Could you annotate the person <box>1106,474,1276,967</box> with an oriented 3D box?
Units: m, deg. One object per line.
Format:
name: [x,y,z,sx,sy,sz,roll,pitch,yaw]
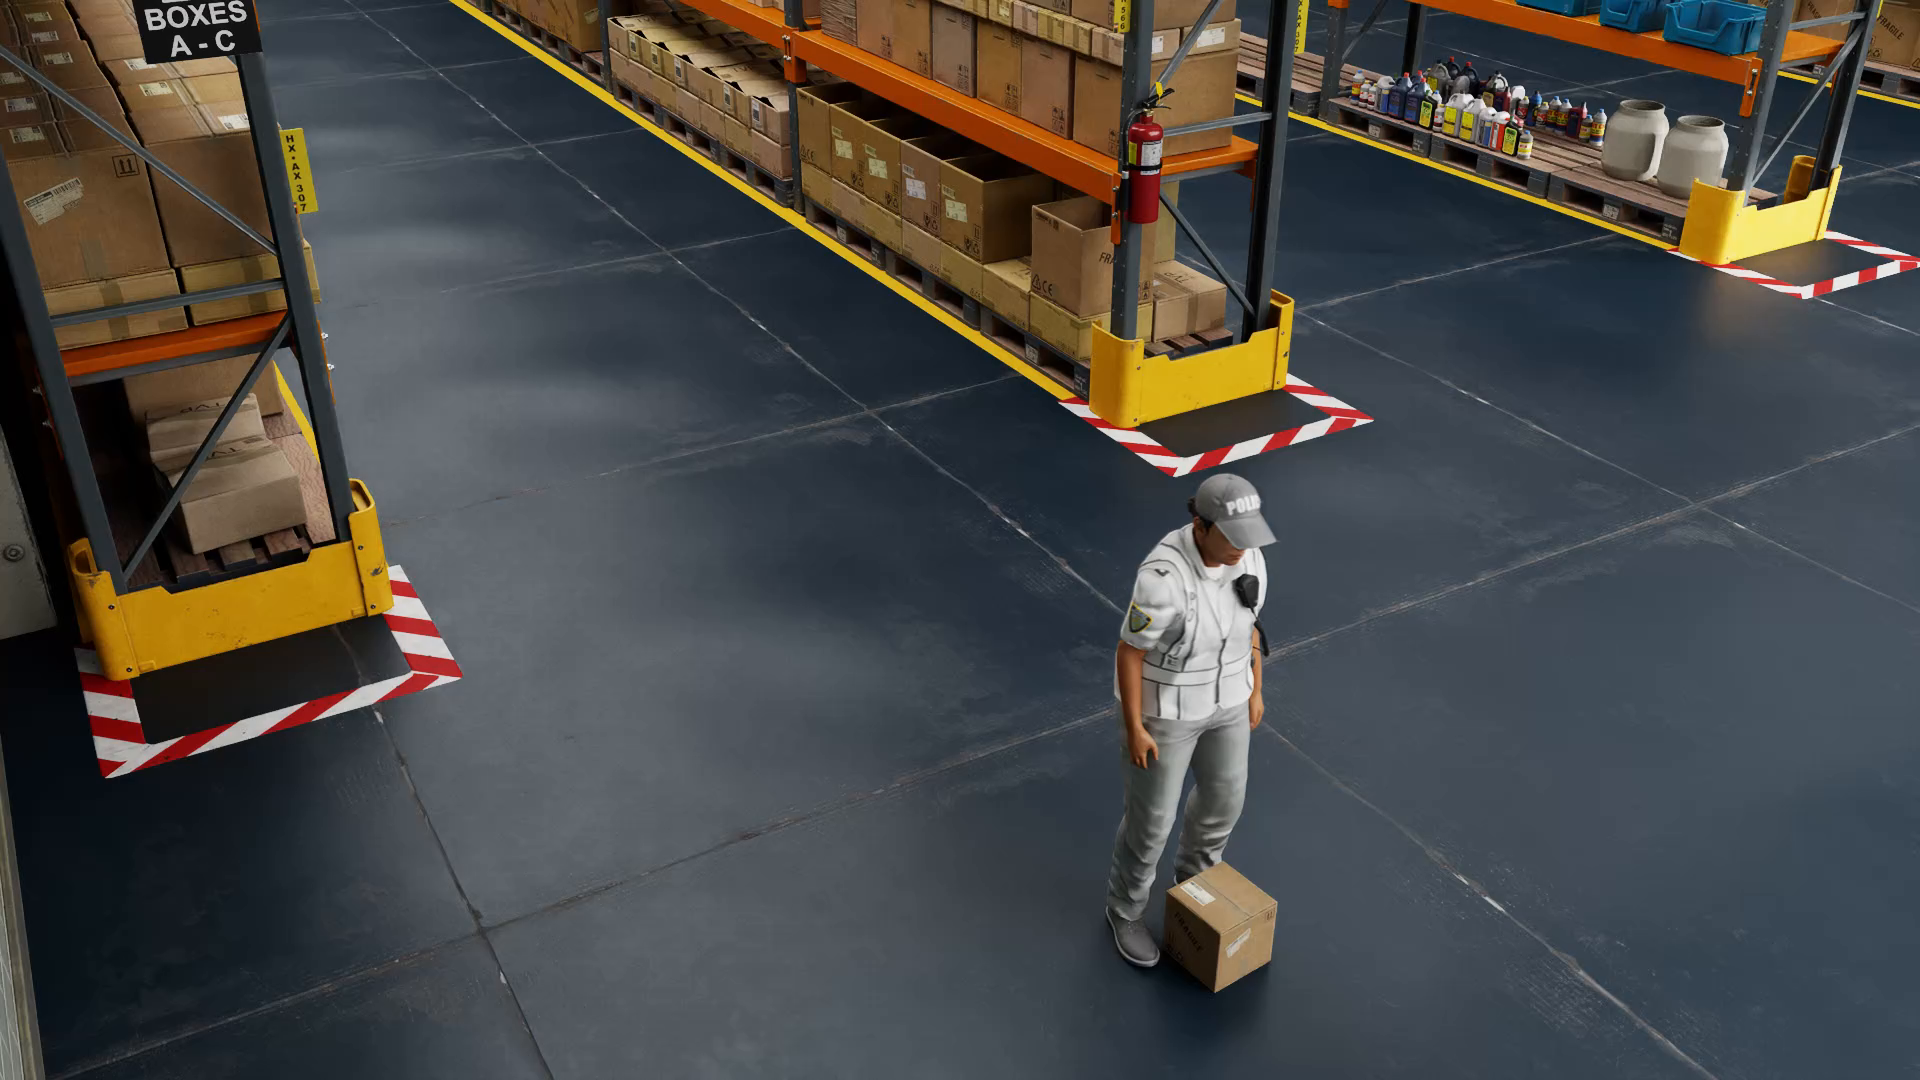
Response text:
person: [0.720,0.531,5.168,0.538,1.666,0.465,-16,33,-26]
